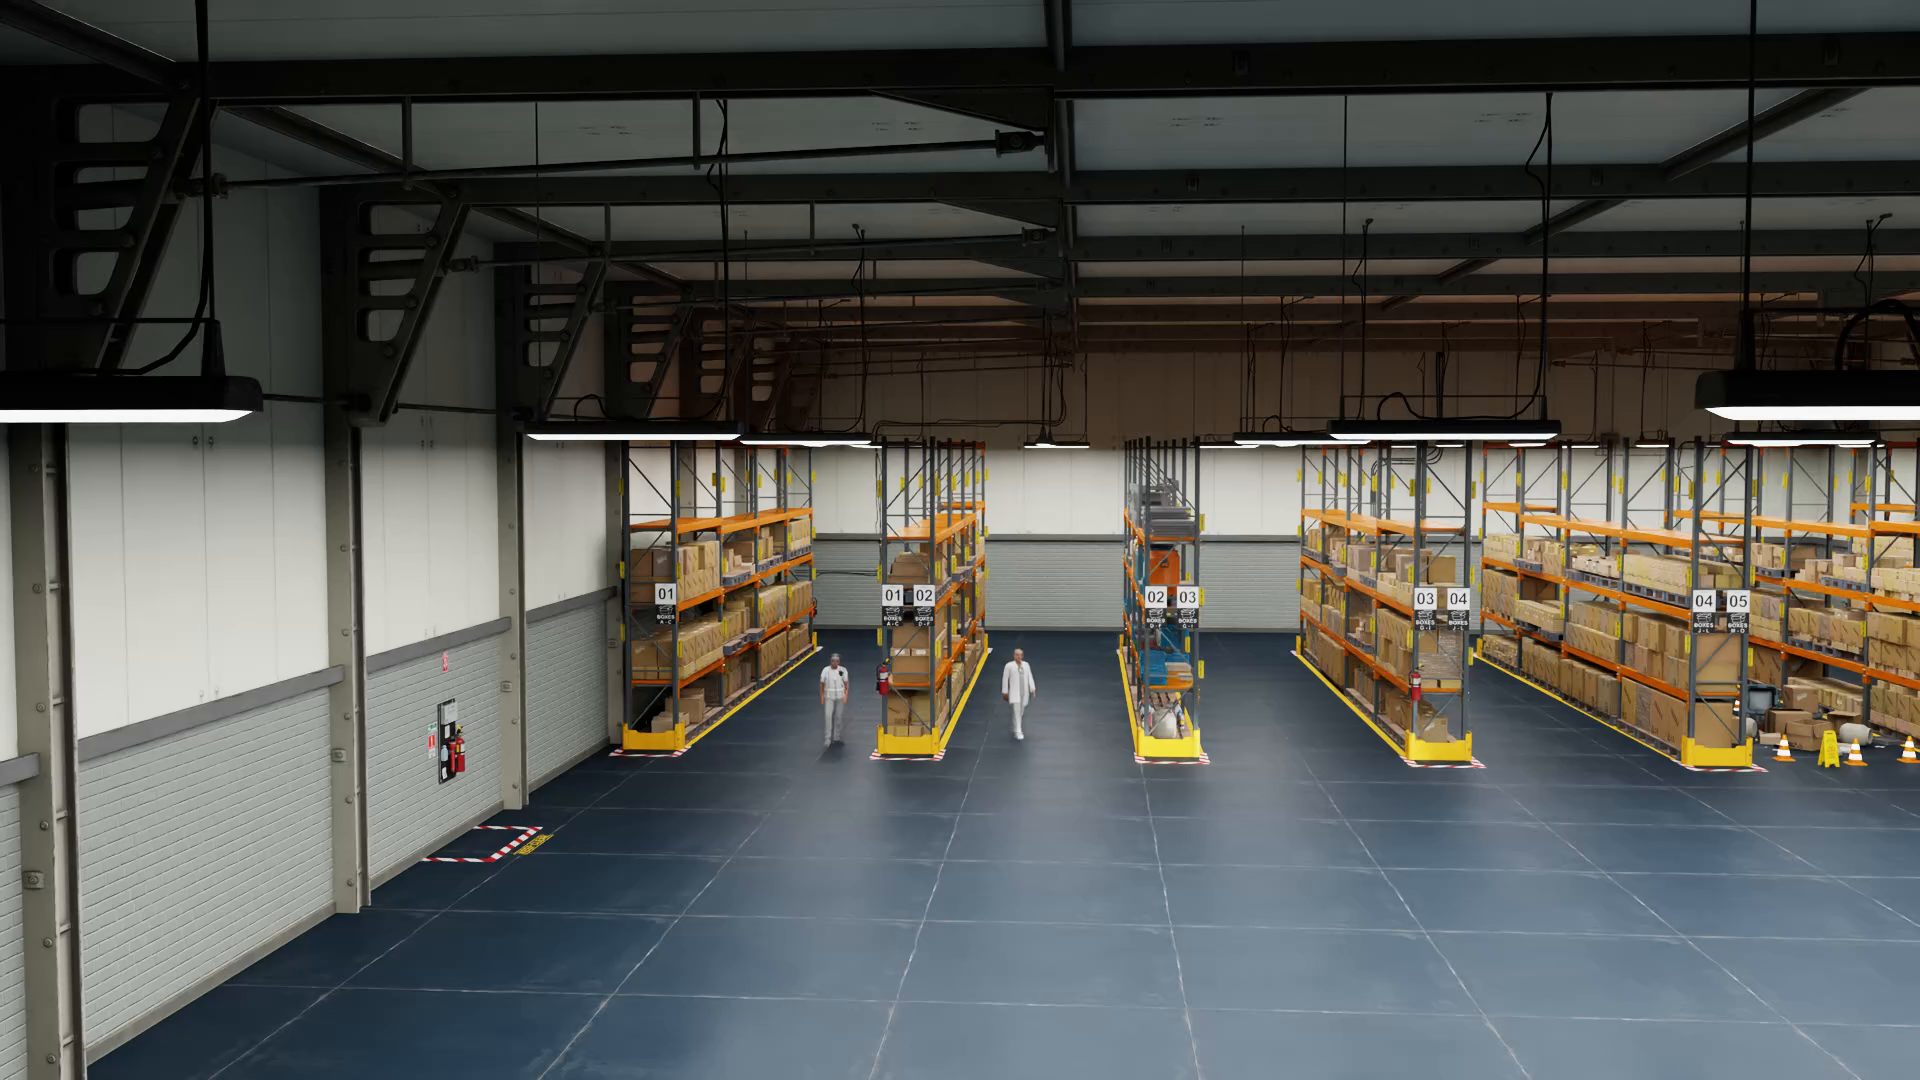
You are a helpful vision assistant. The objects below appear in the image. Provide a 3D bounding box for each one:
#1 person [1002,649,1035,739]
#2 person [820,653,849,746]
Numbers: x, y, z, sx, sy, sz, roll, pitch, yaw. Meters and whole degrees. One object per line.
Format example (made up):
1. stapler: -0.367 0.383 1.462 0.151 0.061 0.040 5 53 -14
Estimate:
1. person: 1.206 3.058 33.167 0.591 1.746 0.975 -2 3 -28
2. person: -2.446 3.098 32.546 0.561 1.757 0.788 -1 3 -14
